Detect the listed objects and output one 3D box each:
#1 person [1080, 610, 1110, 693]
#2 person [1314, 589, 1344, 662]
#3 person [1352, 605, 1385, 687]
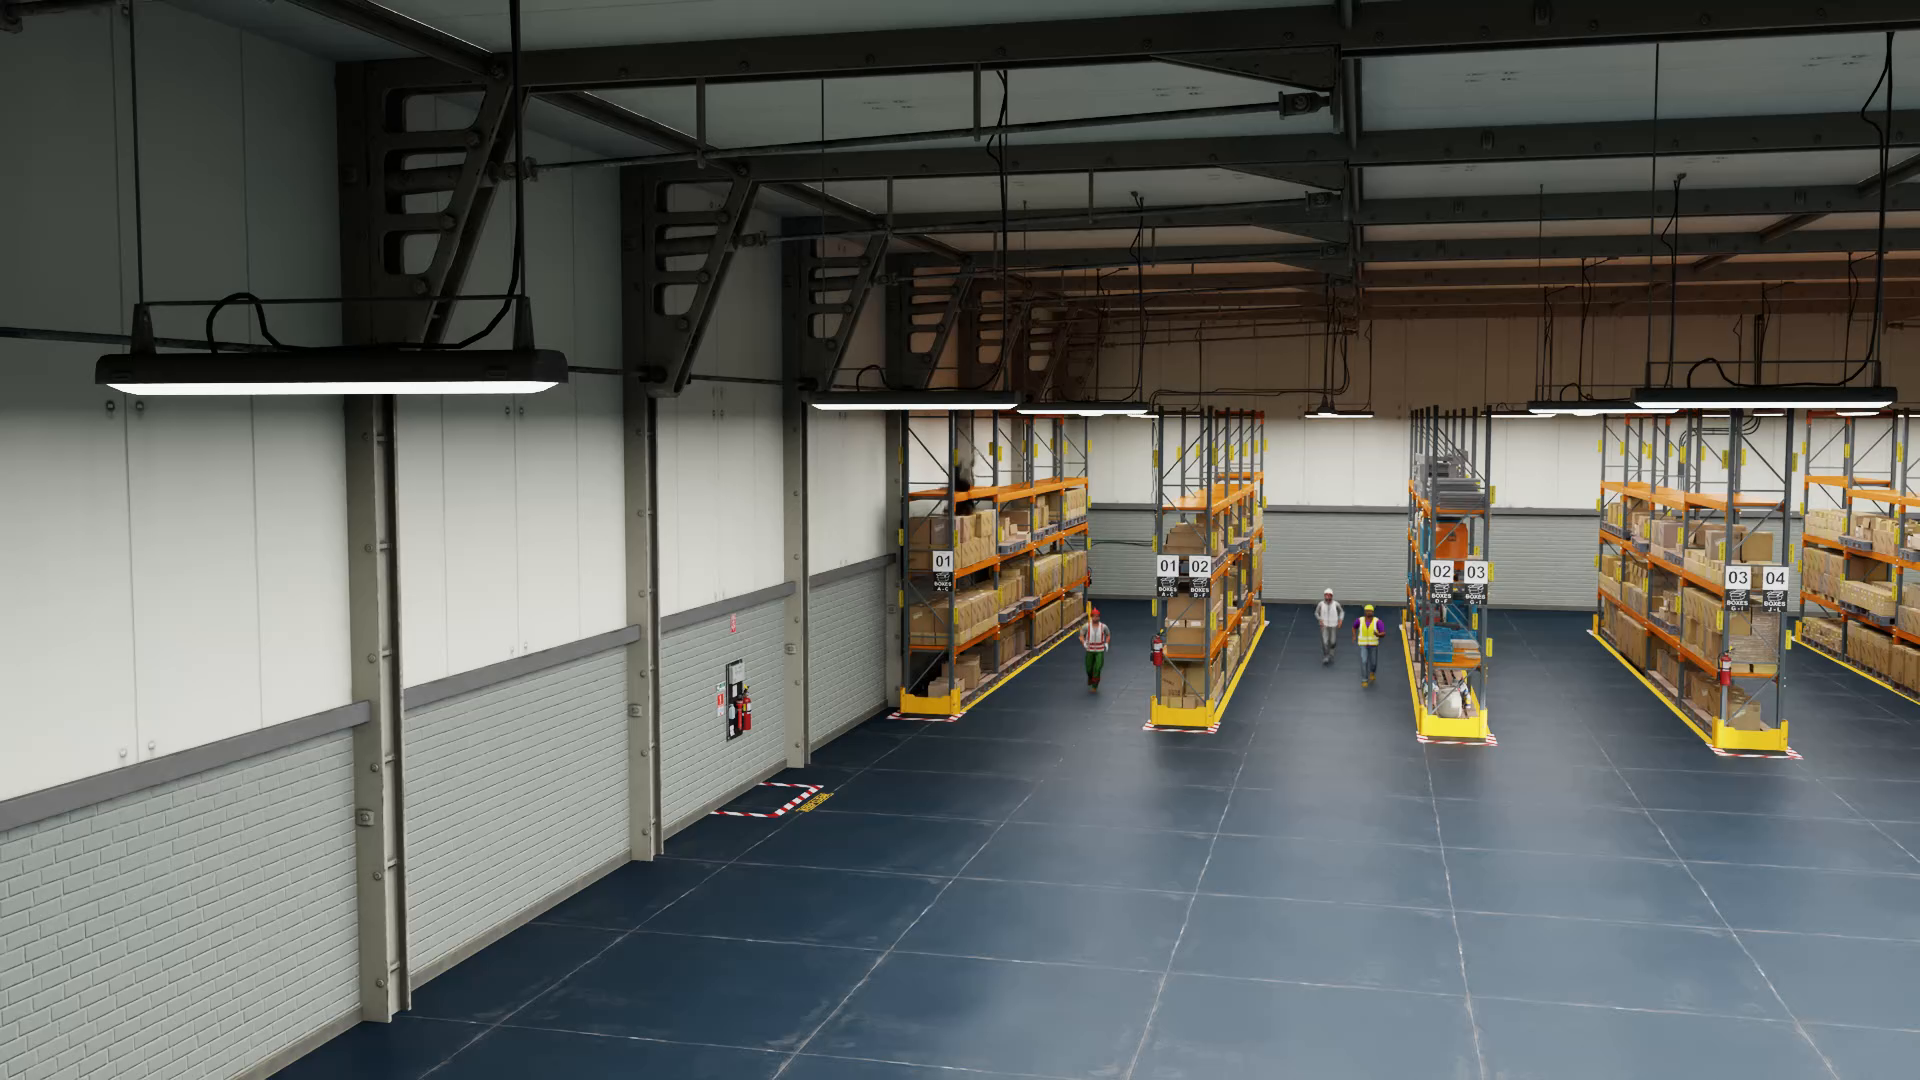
[{"bbox_3d":[2.847,2.334,35.068,0.651,1.742,0.645,0,4,3],"label":"person"},{"bbox_3d":[8.779,2.026,39.557,0.692,1.729,0.599,1,4,11],"label":"person"},{"bbox_3d":[8.792,2.263,35.810,0.710,1.747,0.968,1,4,15],"label":"person"}]
